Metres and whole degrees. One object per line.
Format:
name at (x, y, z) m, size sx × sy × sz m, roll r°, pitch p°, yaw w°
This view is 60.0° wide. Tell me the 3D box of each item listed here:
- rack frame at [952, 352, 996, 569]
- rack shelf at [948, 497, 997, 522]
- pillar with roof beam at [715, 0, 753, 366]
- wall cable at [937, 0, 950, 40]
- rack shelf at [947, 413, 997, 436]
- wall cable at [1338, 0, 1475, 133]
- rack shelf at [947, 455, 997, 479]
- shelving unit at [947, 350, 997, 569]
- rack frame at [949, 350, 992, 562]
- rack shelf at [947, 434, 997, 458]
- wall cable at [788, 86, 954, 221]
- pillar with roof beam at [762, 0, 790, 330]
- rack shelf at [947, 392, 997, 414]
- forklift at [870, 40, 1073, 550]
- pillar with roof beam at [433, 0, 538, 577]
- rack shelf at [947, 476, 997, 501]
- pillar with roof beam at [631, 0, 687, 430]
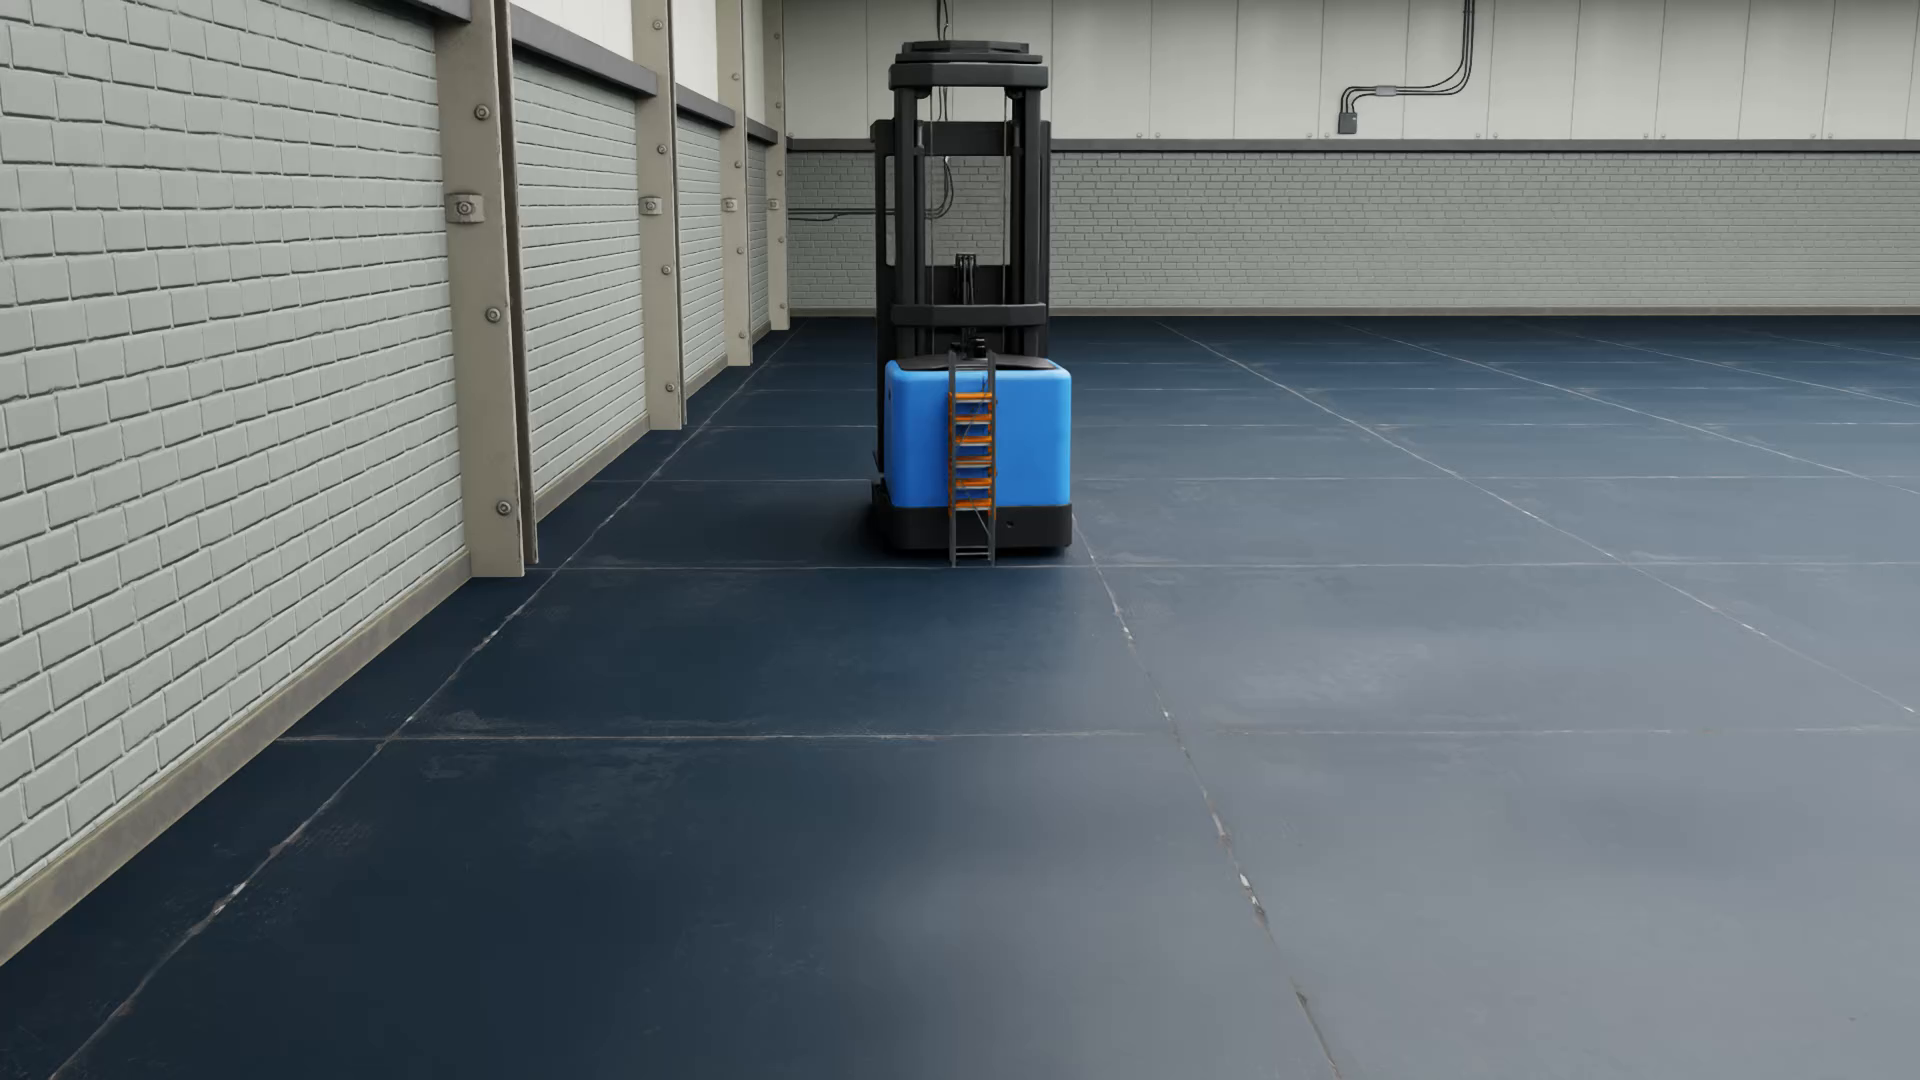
rack frame at (0.075, -0.431, 9.168) m, size 0.240 × 1.200 × 0.006 m, roll -1°, pitch 12°, yaw -5°
rack shelf at (0.066, -0.171, 9.314) m, size 0.258 × 0.103 × 0.180 m, roll -1°, pitch 12°, yaw -5°
pillar with roof beam at (1.509, -6.651, 20.211) m, size 9.100 × 9.000 × 0.400 m, roll 0°, pitch 11°, yaw -1°
wall cable at (1.047, -9.382, 28.777) m, size 3.097 × 2.526 × 0.112 m, roll 0°, pitch 11°, yaw -1°
rack shelf at (0.066, -0.641, 9.218) m, size 0.258 × 0.103 × 0.180 m, roll -1°, pitch 12°, yaw -5°
wall cable at (7.834, -10.120, 28.755) m, size 2.305 × 6.003 × 0.169 m, roll 0°, pitch 11°, yaw -1°
rack shelf at (0.066, -0.406, 9.266) m, size 0.258 × 0.103 × 0.180 m, roll -1°, pitch 12°, yaw -5°
shelving unit at (0.066, -0.450, 9.257) m, size 0.258 × 1.200 × 0.189 m, roll -1°, pitch 12°, yaw -5°
rack frame at (0.058, -0.468, 9.347) m, size 0.240 × 1.200 × 0.006 m, roll -1°, pitch 12°, yaw -5°
rack shelf at (0.066, -0.524, 9.242) m, size 0.258 × 0.103 × 0.180 m, roll -1°, pitch 12°, yaw -5°
wall cable at (-1.658, -6.895, 29.225) m, size 3.097 × 2.526 × 0.112 m, roll 0°, pitch 11°, yaw -1°
pillar with roof beam at (1.385, -7.844, 26.090) m, size 9.100 × 9.000 × 0.400 m, roll 0°, pitch 11°, yaw -1°
rack shelf at (0.066, -0.759, 9.195) m, size 0.258 × 0.103 × 0.180 m, roll -1°, pitch 12°, yaw -5°
forklift at (-0.007, -1.619, 10.666) m, size 1.130 × 2.935 × 3.031 m, roll -1°, pitch 12°, yaw -5°
pillar with roof beam at (1.757, -4.266, 8.453) m, size 9.100 × 9.000 × 0.400 m, roll 0°, pitch 11°, yaw -1°
rack shelf at (0.066, -0.288, 9.290) m, size 0.258 × 0.103 × 0.180 m, roll -1°, pitch 12°, yaw -5°
pillar with roof beam at (1.633, -5.459, 14.332) m, size 9.100 × 9.000 × 0.400 m, roll 0°, pitch 11°, yaw -1°
